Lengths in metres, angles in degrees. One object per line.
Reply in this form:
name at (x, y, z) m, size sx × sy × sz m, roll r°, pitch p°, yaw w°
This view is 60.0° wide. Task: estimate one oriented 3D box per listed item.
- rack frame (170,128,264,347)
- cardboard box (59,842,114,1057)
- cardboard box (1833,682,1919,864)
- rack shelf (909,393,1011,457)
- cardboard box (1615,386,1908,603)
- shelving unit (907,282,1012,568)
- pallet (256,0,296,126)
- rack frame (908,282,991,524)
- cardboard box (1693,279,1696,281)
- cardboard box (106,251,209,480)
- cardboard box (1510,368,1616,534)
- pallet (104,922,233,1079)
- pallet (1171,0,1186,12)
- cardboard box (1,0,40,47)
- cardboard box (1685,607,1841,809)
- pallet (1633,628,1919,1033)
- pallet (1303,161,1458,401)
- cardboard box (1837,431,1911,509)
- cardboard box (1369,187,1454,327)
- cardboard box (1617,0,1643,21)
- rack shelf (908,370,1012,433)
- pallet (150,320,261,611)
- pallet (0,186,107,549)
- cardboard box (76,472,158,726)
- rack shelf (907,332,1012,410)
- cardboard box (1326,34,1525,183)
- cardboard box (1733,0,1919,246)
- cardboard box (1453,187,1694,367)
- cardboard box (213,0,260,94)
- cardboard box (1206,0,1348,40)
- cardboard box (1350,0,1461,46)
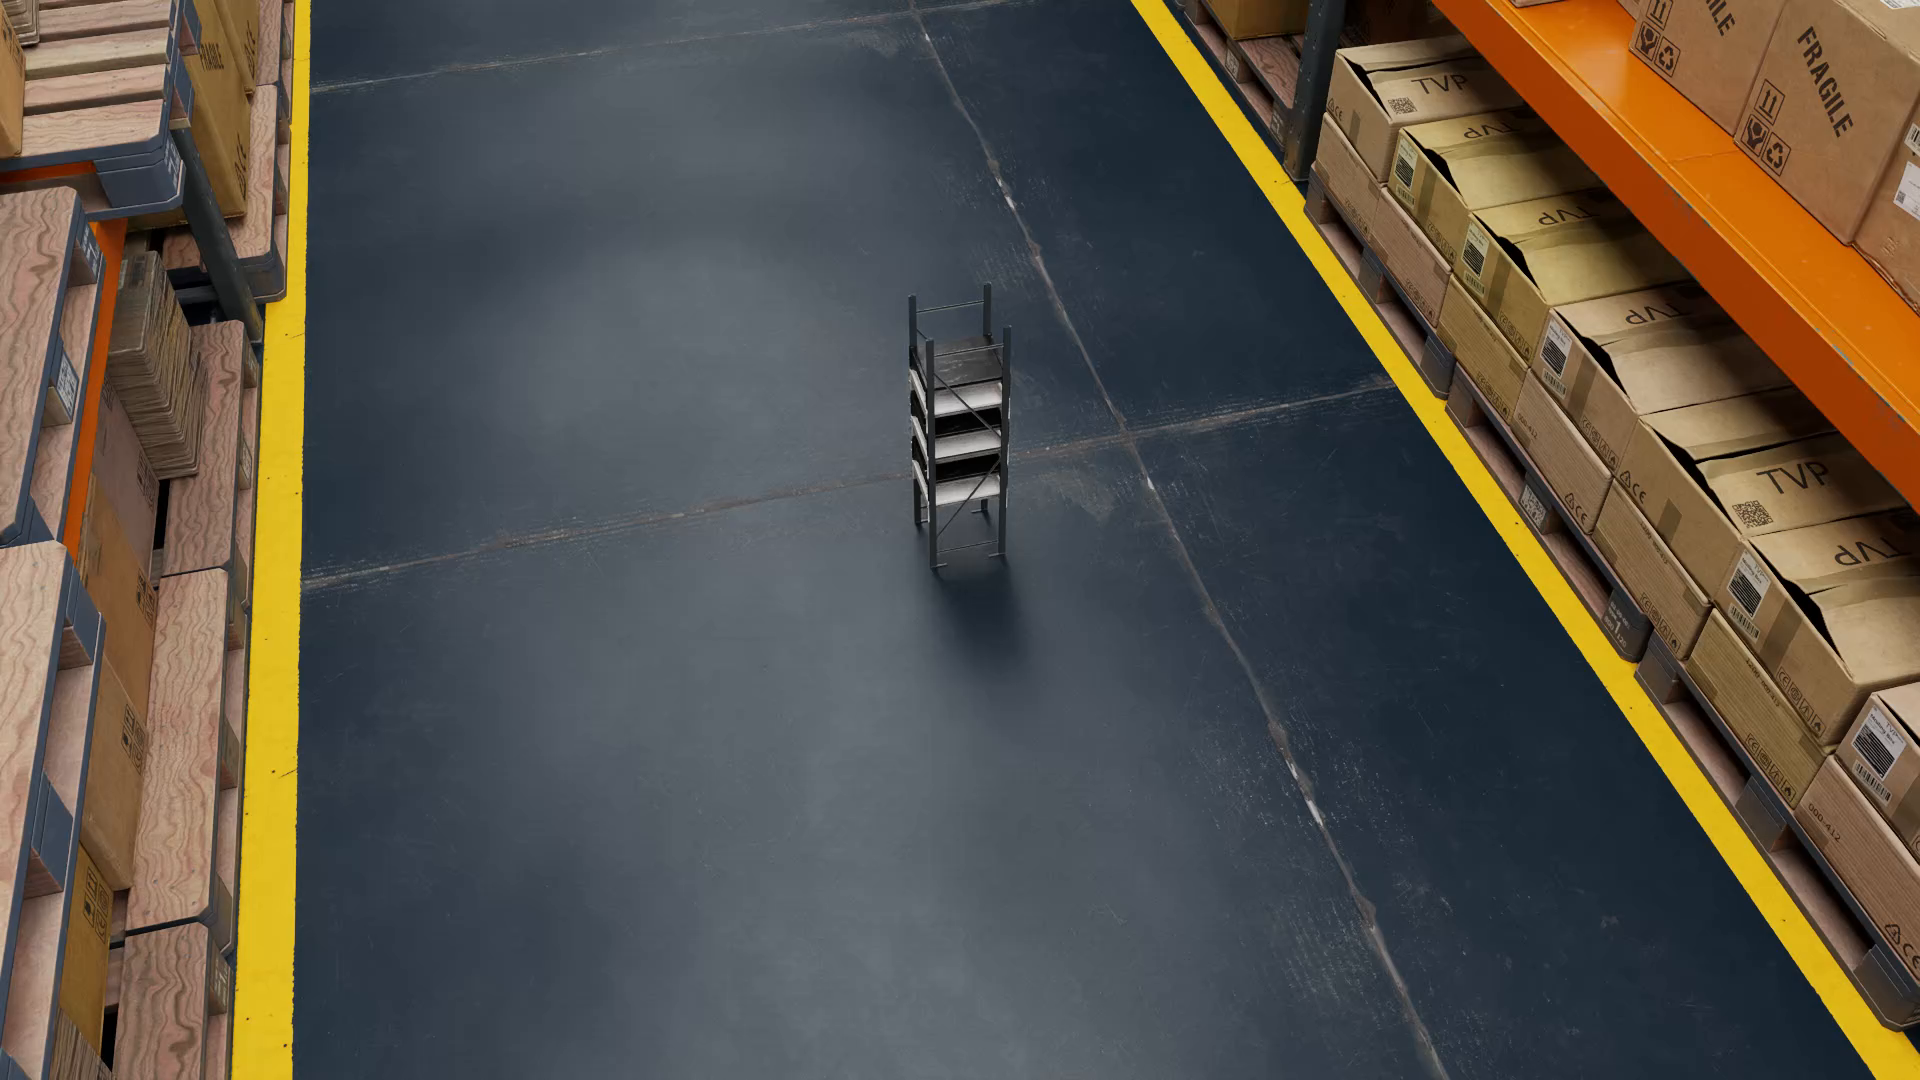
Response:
rack frame at (-2.986, -1.696, 4.812) m, size 1.000 × 3.000 × 0.127 m, roll -11°, pitch 47°, yaw -10°
cardboard box at (-2.347, 0.934, 3.677) m, size 0.700 × 0.500 × 0.500 m, roll -12°, pitch 47°, yaw -11°
cardboard box at (2.445, 0.549, 3.850) m, size 0.500 × 0.311 × 0.500 m, roll -11°, pitch 47°, yaw -10°
rack shelf at (-0.002, -0.360, 4.894) m, size 0.258 × 0.077 × 0.200 m, roll -11°, pitch 47°, yaw -10°
cardboard box at (2.181, -0.154, 4.539) m, size 0.500 × 0.311 × 0.500 m, roll -11°, pitch 47°, yaw -10°
shelving unit at (-0.002, -0.321, 4.934) m, size 0.258 × 0.900 × 0.210 m, roll -11°, pitch 47°, yaw -10°
pallet at (-3.423, -2.119, 7.179) m, size 1.003 × 0.211 × 1.213 m, roll -11°, pitch 47°, yaw -10°
rack frame at (-0.028, -0.391, 5.003) m, size 0.240 × 0.900 × 0.006 m, roll -11°, pitch 47°, yaw -10°
cardboard box at (2.440, -0.962, 5.331) m, size 0.500 × 0.311 × 0.500 m, roll -11°, pitch 47°, yaw -11°
cardboard box at (-2.751, -0.488, 5.070) m, size 0.700 × 0.500 × 0.500 m, roll -10°, pitch 46°, yaw -10°
cardboard box at (2.052, -0.315, 5.090) m, size 0.500 × 0.250 × 0.500 m, roll -10°, pitch 46°, yaw -10°
pallet at (-2.162, 1.504, 3.628) m, size 1.003 × 0.211 × 1.213 m, roll -11°, pitch 47°, yaw -10°
pallet at (1.339, -2.992, 8.034) m, size 1.003 × 0.211 × 1.213 m, roll -11°, pitch 47°, yaw -10°
cardboard box at (-2.856, -1.563, 4.303) m, size 0.700 × 0.500 × 0.500 m, roll -16°, pitch 48°, yaw -15°
cardboard box at (2.312, 0.390, 4.399) m, size 0.500 × 0.250 × 0.500 m, roll -11°, pitch 47°, yaw -11°
pallet at (2.600, 0.631, 4.483) m, size 1.003 × 0.211 × 1.213 m, roll -11°, pitch 47°, yaw -10°
pallet at (1.975, -1.053, 6.134) m, size 1.003 × 0.211 × 1.213 m, roll -11°, pitch 47°, yaw -10°
cardboard box at (2.704, -0.258, 4.642) m, size 0.500 × 0.311 × 0.500 m, roll -12°, pitch 47°, yaw -12°
cardboard box at (1.782, -1.027, 5.787) m, size 0.500 × 0.250 × 0.500 m, roll -12°, pitch 47°, yaw -11°
cardboard box at (2.183, -1.647, 4.939) m, size 0.380 × 0.149 × 0.250 m, roll -8°, pitch 46°, yaw -7°
rack shelf at (-0.002, -0.423, 4.829) m, size 0.258 × 0.077 × 0.200 m, roll -11°, pitch 47°, yaw -10°
pallet at (-2.787, -0.181, 5.279) m, size 1.003 × 0.211 × 1.213 m, roll -11°, pitch 47°, yaw -10°
pallet at (-2.439, -0.270, 3.549) m, size 1.003 × 0.211 × 1.213 m, roll -11°, pitch 47°, yaw -10°
cardboard box at (-2.577, 0.227, 4.370) m, size 0.700 × 0.500 × 0.500 m, roll -11°, pitch 47°, yaw -11°
rack shelf at (-0.002, -0.486, 4.765) m, size 0.258 × 0.077 × 0.200 m, roll -11°, pitch 47°, yaw -10°
cardboard box at (1.652, -1.570, 5.927) m, size 0.500 × 0.311 × 0.500 m, roll -9°, pitch 46°, yaw -9°
cardboard box at (2.382, -1.121, 4.178) m, size 0.500 × 0.500 × 0.500 m, roll -11°, pitch 47°, yaw -10°
cardboard box at (1.923, -0.857, 5.228) m, size 0.500 × 0.311 × 0.500 m, roll -12°, pitch 47°, yaw -11°
cardboard box at (-3.265, -2.229, 6.545) m, size 0.750 × 0.750 × 0.750 m, roll -11°, pitch 47°, yaw -11°
cardboard box at (1.336, -2.487, 7.029) m, size 0.500 × 0.500 × 0.500 m, roll -9°, pitch 46°, yaw -9°
cardboard box at (1.962, -2.250, 6.797) m, size 0.500 × 0.500 × 0.500 m, roll -9°, pitch 46°, yaw -9°
